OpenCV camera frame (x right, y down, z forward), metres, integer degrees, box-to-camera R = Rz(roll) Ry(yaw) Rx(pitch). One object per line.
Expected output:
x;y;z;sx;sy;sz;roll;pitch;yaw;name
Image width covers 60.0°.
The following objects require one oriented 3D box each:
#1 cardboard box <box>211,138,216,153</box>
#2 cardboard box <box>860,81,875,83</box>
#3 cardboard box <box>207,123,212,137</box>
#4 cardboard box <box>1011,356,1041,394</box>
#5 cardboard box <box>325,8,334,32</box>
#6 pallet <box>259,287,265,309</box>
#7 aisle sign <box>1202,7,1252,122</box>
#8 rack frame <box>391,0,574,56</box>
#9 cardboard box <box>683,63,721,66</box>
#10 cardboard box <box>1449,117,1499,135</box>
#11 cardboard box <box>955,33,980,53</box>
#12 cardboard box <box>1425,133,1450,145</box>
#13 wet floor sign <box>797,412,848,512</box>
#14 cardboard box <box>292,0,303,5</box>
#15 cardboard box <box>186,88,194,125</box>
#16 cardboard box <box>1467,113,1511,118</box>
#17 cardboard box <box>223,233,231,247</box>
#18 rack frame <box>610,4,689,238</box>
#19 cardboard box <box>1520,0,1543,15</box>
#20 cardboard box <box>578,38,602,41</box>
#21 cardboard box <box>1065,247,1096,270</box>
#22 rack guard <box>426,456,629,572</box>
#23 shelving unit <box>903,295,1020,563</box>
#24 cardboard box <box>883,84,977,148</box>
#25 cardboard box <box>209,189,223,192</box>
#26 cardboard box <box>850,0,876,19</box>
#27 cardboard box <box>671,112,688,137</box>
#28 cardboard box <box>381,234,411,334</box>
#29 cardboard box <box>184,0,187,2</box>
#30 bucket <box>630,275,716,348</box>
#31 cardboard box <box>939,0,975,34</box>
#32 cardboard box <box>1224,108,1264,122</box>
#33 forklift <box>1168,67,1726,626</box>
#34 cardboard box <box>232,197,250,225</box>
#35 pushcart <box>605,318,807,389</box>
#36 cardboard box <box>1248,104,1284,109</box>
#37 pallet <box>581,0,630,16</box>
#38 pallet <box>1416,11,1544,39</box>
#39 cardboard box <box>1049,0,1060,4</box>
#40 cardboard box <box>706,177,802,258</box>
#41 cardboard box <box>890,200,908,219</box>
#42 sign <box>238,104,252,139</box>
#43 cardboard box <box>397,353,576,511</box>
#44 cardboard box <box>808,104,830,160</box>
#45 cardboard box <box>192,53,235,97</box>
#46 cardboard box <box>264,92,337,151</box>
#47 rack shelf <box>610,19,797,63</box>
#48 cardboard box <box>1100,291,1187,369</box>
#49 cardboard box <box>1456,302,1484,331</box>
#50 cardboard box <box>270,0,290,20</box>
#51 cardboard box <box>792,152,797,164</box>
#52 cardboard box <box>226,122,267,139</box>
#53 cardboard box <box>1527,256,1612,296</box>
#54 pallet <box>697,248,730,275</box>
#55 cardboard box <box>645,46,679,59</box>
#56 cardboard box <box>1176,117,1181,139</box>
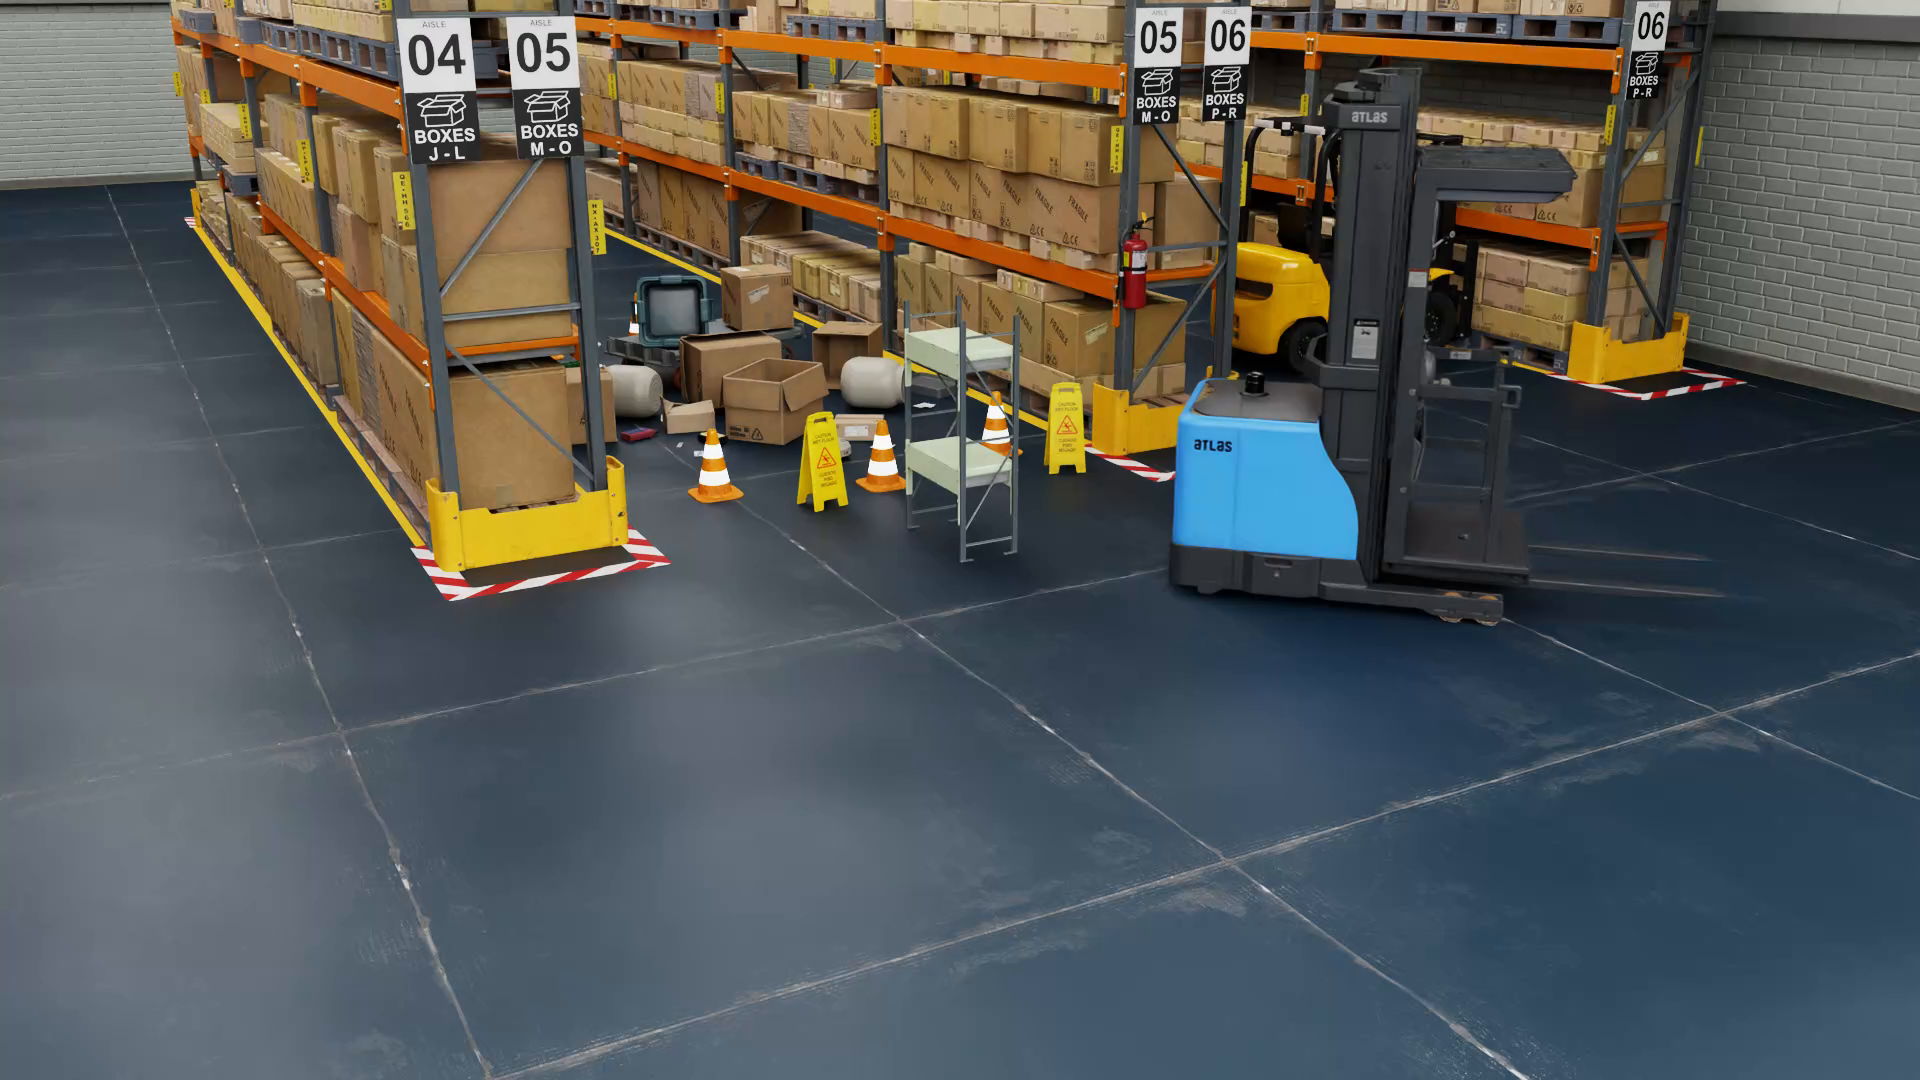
-8.119;-4.406;18.544;0.380;0.149;0.250;-11;22;-29;cardboard box
-1.399;-7.274;26.887;0.500;0.250;0.500;-10;21;-26;cardboard box
-8.239;-4.621;18.709;0.380;0.149;0.250;-11;22;-29;cardboard box
0.754;-1.397;13.653;0.500;0.250;0.500;-10;21;-26;cardboard box
-3.998;-3.462;11.055;0.380;0.149;0.250;-10;21;-26;cardboard box
-6.863;-2.565;17.742;1.003;0.211;1.213;-10;21;-27;pallet
1.916;-3.417;11.951;0.394;0.787;0.004;-10;21;-27;aisle sign
-2.695;-4.198;9.003;1.000;3.000;0.127;-10;21;-27;rack frame
-3.176;-5.738;20.974;0.500;0.500;0.500;-9;21;-25;cardboard box
4.891;-3.932;15.825;0.380;0.149;0.250;-10;21;-26;cardboard box
0.181;-4.094;13.685;0.380;0.149;0.250;-10;22;-28;cardboard box
4.718;-3.851;16.045;0.380;0.149;0.250;-10;22;-28;cardboard box
-0.938;-0.548;11.230;0.267;0.644;0.232;-14;24;-36;wet floor sign
-4.608;-4.060;12.178;0.500;0.250;0.500;-10;21;-26;cardboard box
-10.046;-5.822;22.296;0.500;0.500;0.500;-10;21;-27;cardboard box
5.171;-4.076;16.241;0.380;0.149;0.250;-9;21;-25;cardboard box
-8.879;-3.718;20.534;0.380;0.149;0.250;-10;21;-26;cardboard box
-4.085;-5.603;22.270;1.000;3.000;0.127;-10;21;-27;rack frame
5.199;-4.792;14.730;0.396;0.266;0.258;-10;21;-27;cardboard box
-5.496;-7.437;24.904;0.380;0.149;0.250;-10;21;-26;cardboard box
1.030;-2.169;12.704;0.380;0.149;0.250;-10;22;-27;cardboard box
-2.683;-0.174;10.369;1.175;0.500;0.348;-10;21;-27;rack guard
0.003;-0.707;10.381;0.431;1.500;0.755;-10;21;-27;shelving unit
-0.268;-3.807;14.924;0.700;0.500;0.500;-10;22;-27;cardboard box
-9.785;-4.592;22.156;0.380;0.149;0.250;-9;21;-25;cardboard box
-0.690;-4.997;15.502;0.500;0.250;0.500;-10;22;-28;cardboard box
-3.147;-5.010;20.016;0.500;0.250;0.500;-11;22;-28;cardboard box
-3.191;-1.687;10.693;0.875;0.550;0.550;-10;21;-27;cardboard box
-9.324;-6.784;20.557;0.500;0.250;0.500;-9;21;-24;cardboard box
-2.500;-2.000;14.517;0.726;0.611;0.620;-3;9;-8;bucket
0.162;-4.333;13.765;0.500;0.250;0.500;-10;21;-26;cardboard box
3.204;-4.783;18.748;0.380;0.149;0.250;-11;22;-28;cardboard box
2.797;-1.100;9.327;3.031;2.935;1.130;5;20;14;forklift
-8.019;-3.773;19.006;0.500;0.250;0.500;-9;21;-25;cardboard box
-2.268;-1.699;14.978;0.936;0.377;1.648;16;25;39;pushcart
3.544;-4.939;19.197;0.380;0.149;0.250;-10;21;-27;cardboard box
-4.464;-7.215;22.481;1.003;0.211;1.213;-10;21;-27;pallet
5.084;-4.862;15.660;1.003;0.211;1.213;-10;21;-27;pallet
0.892;-4.117;12.528;0.380;0.149;0.250;-10;21;-26;cardboard box
-2.440;-3.860;19.833;0.875;0.875;0.875;-10;22;-27;cardboard box
-0.418;-3.048;15.250;0.380;0.149;0.250;-10;21;-27;cardboard box
-6.967;-4.082;16.209;0.100;0.325;0.005;-10;21;-27;sign
-3.075;-0.741;10.794;0.875;0.875;0.875;-10;21;-26;cardboard box
-1.183;-4.081;16.607;0.500;0.500;0.500;-9;21;-25;cardboard box
-9.104;-5.708;20.434;0.500;0.500;0.500;-11;22;-28;cardboard box
-6.289;-4.048;16.079;0.700;0.500;0.500;-10;21;-27;cardboard box
-3.135;-6.107;20.235;1.077;0.370;4.000;-10;21;-27;rack shelf
1.462;-1.692;13.360;0.500;0.500;0.500;-11;22;-28;cardboard box
5.022;-2.202;15.986;0.500;0.250;0.500;-10;21;-26;cardboard box
-5.374;-4.424;13.688;0.500;0.250;0.500;-10;21;-27;cardboard box
-1.536;-4.026;17.442;0.380;0.149;0.250;-9;21;-25;cardboard box
-7.247;-4.162;16.924;0.380;0.149;0.250;-10;22;-27;cardboard box
5.487;-2.383;14.978;0.500;0.250;0.500;-9;21;-25;cardboard box
-2.493;-3.375;20.087;1.003;0.211;1.213;-10;21;-27;pallet
-4.006;-6.560;22.364;0.380;0.149;0.250;-10;22;-27;cardboard box
2.647;-4.928;19.777;0.500;0.250;0.500;-11;22;-28;cardboard box
